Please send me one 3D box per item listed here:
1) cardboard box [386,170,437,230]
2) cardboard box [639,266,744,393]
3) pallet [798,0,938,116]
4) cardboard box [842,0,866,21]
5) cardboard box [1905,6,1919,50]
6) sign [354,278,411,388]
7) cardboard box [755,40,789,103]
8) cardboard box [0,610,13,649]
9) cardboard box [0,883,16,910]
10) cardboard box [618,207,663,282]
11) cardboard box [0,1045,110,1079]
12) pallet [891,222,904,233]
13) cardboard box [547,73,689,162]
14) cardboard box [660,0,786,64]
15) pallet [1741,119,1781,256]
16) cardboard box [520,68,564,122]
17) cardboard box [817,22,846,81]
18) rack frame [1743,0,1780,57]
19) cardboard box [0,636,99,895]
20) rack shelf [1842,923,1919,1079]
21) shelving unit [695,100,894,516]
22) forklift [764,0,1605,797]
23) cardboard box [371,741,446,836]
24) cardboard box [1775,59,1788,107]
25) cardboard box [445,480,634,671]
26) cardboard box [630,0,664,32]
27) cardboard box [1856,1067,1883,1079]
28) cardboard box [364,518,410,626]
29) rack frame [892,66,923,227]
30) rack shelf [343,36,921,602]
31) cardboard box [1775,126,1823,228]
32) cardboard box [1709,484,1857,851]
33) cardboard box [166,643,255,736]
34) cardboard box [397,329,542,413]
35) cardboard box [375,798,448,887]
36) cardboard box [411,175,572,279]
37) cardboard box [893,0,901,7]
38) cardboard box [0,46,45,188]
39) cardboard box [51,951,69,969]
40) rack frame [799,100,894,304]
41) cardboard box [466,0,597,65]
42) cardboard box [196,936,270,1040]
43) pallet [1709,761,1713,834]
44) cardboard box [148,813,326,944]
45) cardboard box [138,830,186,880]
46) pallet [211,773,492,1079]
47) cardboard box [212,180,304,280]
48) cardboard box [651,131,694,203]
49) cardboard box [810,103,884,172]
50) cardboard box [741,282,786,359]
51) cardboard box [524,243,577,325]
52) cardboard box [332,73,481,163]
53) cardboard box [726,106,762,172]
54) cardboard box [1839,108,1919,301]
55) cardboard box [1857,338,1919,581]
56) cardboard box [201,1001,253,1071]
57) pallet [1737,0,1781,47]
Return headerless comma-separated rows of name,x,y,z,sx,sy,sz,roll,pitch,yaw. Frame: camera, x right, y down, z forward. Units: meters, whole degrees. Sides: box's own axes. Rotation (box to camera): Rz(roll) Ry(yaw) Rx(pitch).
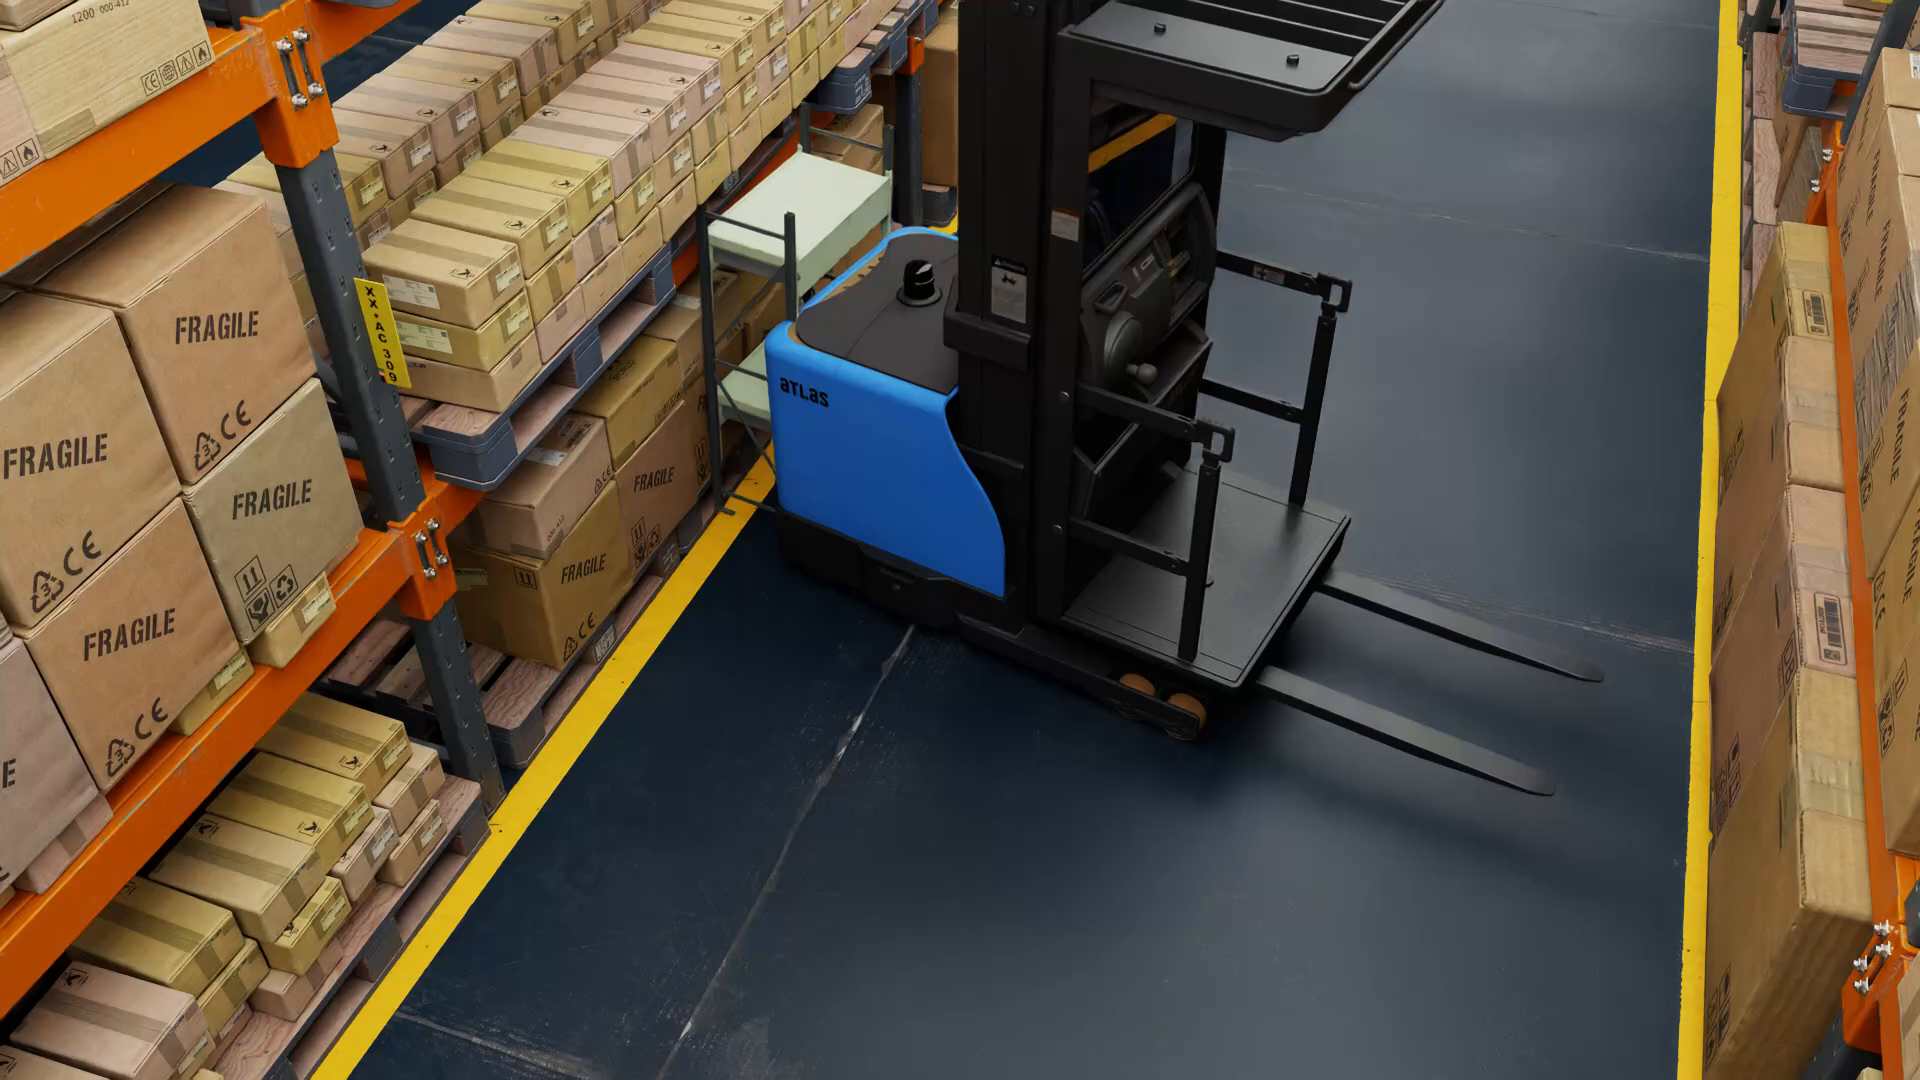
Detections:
cardboard box,-1.919,-1.108,5.379,0.380,0.149,0.250,15,43,17
cardboard box,-1.187,-0.855,6.465,0.500,0.250,0.500,15,43,17
pallet,-0.822,-2.241,7.214,1.213,0.211,1.003,13,42,15
cardboard box,-0.597,-2.223,6.686,0.380,0.149,0.250,14,42,16
cardboard box,4.095,-2.146,6.554,0.500,0.500,0.500,8,41,10
sign,-1.534,-0.547,4.413,0.100,0.325,0.005,13,42,15
cardboard box,-0.859,-1.760,6.143,0.380,0.149,0.250,14,43,16
cardboard box,-2.313,0.108,3.236,0.500,0.500,0.500,14,43,16
cardboard box,-2.370,0.787,3.710,0.380,0.149,0.250,13,42,14
cardboard box,-1.214,-1.010,5.493,0.380,0.149,0.250,14,42,16
cardboard box,-2.300,1.452,4.152,0.380,0.149,0.250,12,42,14
pallet,-0.947,-1.236,8.036,1.003,0.211,1.213,13,42,15
cardboard box,-1.125,-1.397,5.488,0.380,0.149,0.250,13,42,15
cardboard box,-0.859,-1.874,6.047,0.380,0.149,0.250,15,43,17
pallet,4.635,-1.767,8.659,1.003,0.211,1.213,13,42,15
cardboard box,-1.648,-1.602,5.957,0.380,0.149,0.250,13,42,15
cardboard box,-0.678,-1.975,6.623,0.380,0.149,0.250,13,42,15
rack frame,5.316,-4.050,9.186,1.000,3.000,0.127,13,42,15
cardboard box,-2.296,0.493,3.555,0.500,0.500,0.500,13,42,15
rack shelf,1.896,2.323,2.270,1.077,0.370,4.000,13,42,15
shelving unit,-0.629,-0.840,6.547,0.431,1.500,0.755,20,44,17
forklift,0.807,-0.801,5.430,3.031,2.935,1.130,21,45,23
cardboard box,-1.855,0.741,5.214,0.380,0.149,0.250,14,42,16
cardboard box,4.905,-2.610,9.085,0.700,0.500,0.500,13,42,15
cardboard box,-1.544,0.066,5.963,0.500,0.500,0.500,15,43,17
cardboard box,-1.383,-2.065,6.500,0.380,0.149,0.250,13,42,15
cardboard box,2.279,1.863,3.569,0.875,0.875,0.875,13,42,15
cardboard box,-2.030,-0.049,6.099,0.500,0.500,0.500,13,42,14
rack frame,-0.678,-2.773,7.689,1.000,3.000,0.127,13,42,15
rack shelf,-1.362,-1.279,6.492,1.077,0.370,4.000,13,42,15
cardboard box,4.336,-1.581,7.879,0.700,0.500,0.500,10,41,12
cardboard box,3.085,0.538,5.122,1.225,0.875,0.875,12,42,14
cardboard box,-2.057,0.320,4.258,0.380,0.149,0.250,15,43,17
cardboard box,-1.479,-0.535,4.936,0.380,0.149,0.250,11,42,13
cardboard box,-1.860,0.907,5.249,0.380,0.149,0.250,14,42,16
cardboard box,-1.390,-0.933,4.944,0.380,0.149,0.250,14,43,16
cardboard box,-0.415,-2.434,7.162,0.380,0.149,0.250,14,42,16
cardboard box,-2.142,-0.756,3.129,0.500,0.250,0.500,13,42,15
cardboard box,-2.617,1.014,4.665,0.380,0.149,0.250,12,42,14
rack frame,-0.469,-1.053,6.798,0.400,1.500,0.023,20,44,17
cardboard box,-1.555,-1.871,6.044,0.380,0.149,0.250,13,42,14
cardboard box,-2.189,1.208,4.667,0.380,0.149,0.250,14,42,15
pallet,3.189,0.656,5.818,1.003,0.211,1.213,13,42,15
cardboard box,-2.052,0.958,4.730,0.380,0.149,0.250,13,42,15
cardboard box,-2.523,0.960,4.958,0.380,0.149,0.250,13,42,15
pallet,-2.243,1.145,5.245,1.003,0.211,1.213,13,42,15
cardboard box,-2.092,-0.912,4.919,0.380,0.149,0.250,15,43,17
cardboard box,-1.126,-1.288,5.590,0.380,0.149,0.250,15,43,17
cardboard box,-0.666,-1.791,7.563,0.500,0.250,0.500,12,42,14
cardboard box,-1.004,-0.880,7.073,0.500,0.500,0.500,11,42,13
cardboard box,-1.393,-0.807,5.026,0.380,0.149,0.250,13,42,14
cardboard box,-1.822,-1.393,5.483,0.380,0.149,0.250,13,42,15
cardboard box,-0.949,-1.486,6.051,0.380,0.149,0.250,11,42,13
cardboard box,3.352,-1.097,5.648,0.500,0.500,0.500,12,42,14
cardboard box,2.831,-0.175,4.567,0.500,0.500,0.500,13,42,15
cardboard box,-2.262,1.356,4.723,0.380,0.149,0.250,12,42,14
pallet,5.512,-3.407,10.580,1.003,0.211,1.213,13,42,15
